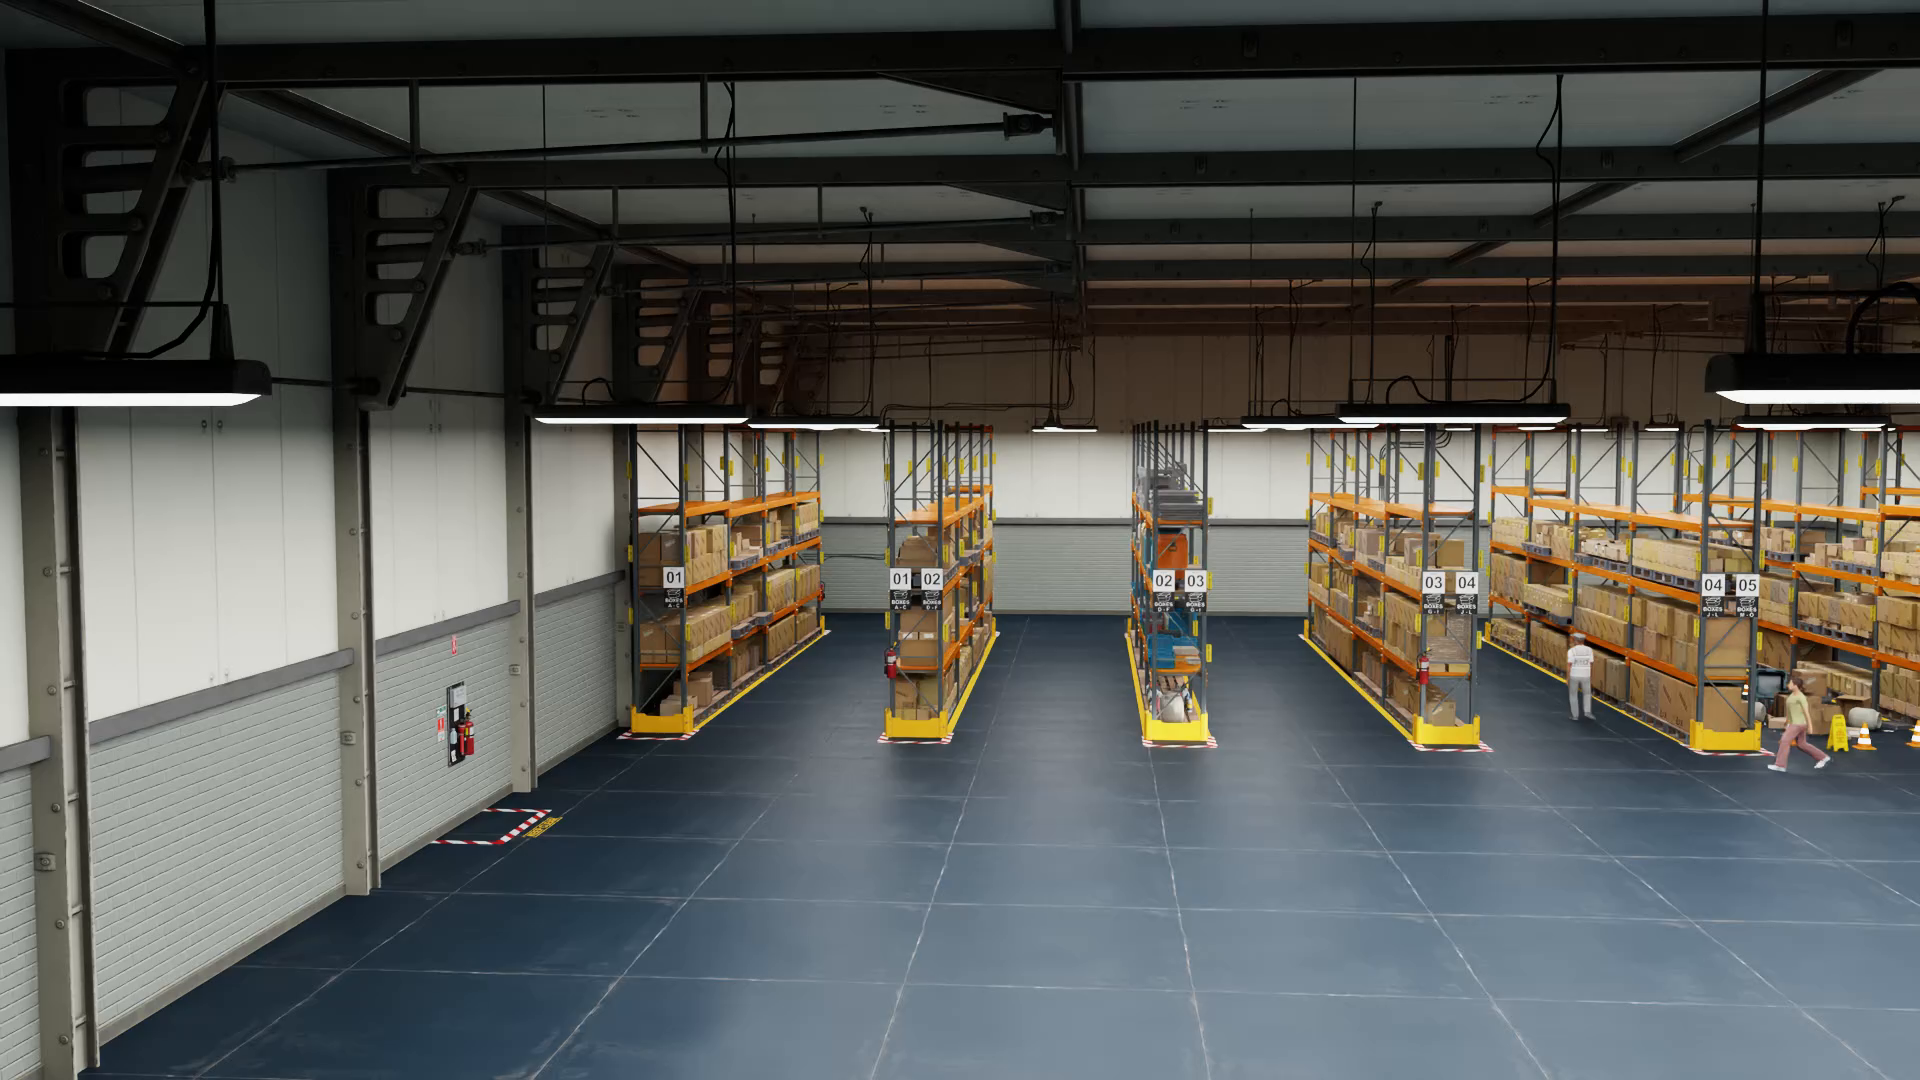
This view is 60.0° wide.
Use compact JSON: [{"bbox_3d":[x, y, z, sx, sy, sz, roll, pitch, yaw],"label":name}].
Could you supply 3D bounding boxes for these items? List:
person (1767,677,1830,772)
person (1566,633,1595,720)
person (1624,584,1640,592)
[{"bbox_3d":[14.247,3.125,28.214,1.036,1.611,0.507,1,4,9],"label":"person"},{"bbox_3d":[12.410,2.742,33.263,0.568,1.759,0.552,0,4,6],"label":"person"},{"bbox_3d":[19.376,1.847,47.929,1.000,1.684,0.549,-1,4,-12],"label":"person"}]
